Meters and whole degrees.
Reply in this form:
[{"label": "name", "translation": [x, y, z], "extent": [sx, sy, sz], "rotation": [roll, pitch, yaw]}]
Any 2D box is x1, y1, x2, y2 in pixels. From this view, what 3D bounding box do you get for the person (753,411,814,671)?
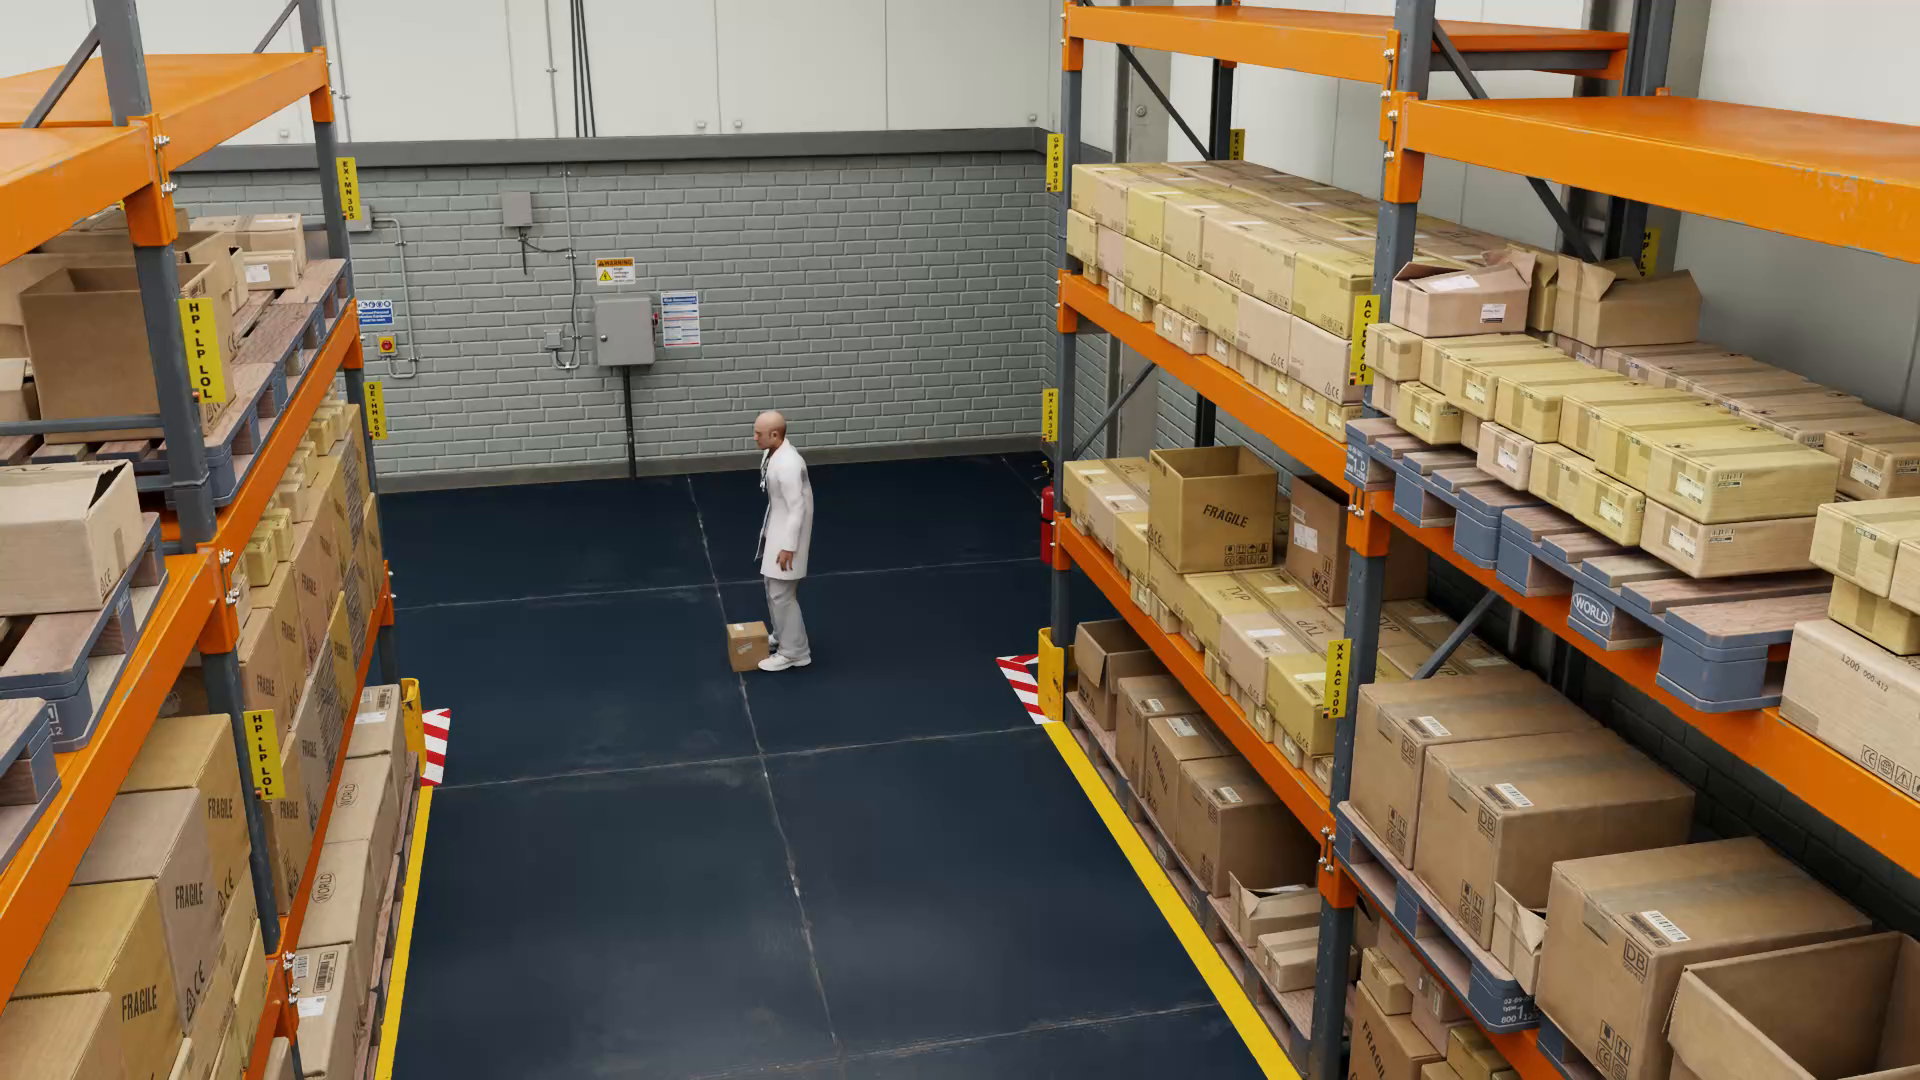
[{"label": "person", "translation": [-1.196, -0.011, 11.126], "extent": [0.429, 1.772, 0.646], "rotation": [-6, 20, -16]}]
